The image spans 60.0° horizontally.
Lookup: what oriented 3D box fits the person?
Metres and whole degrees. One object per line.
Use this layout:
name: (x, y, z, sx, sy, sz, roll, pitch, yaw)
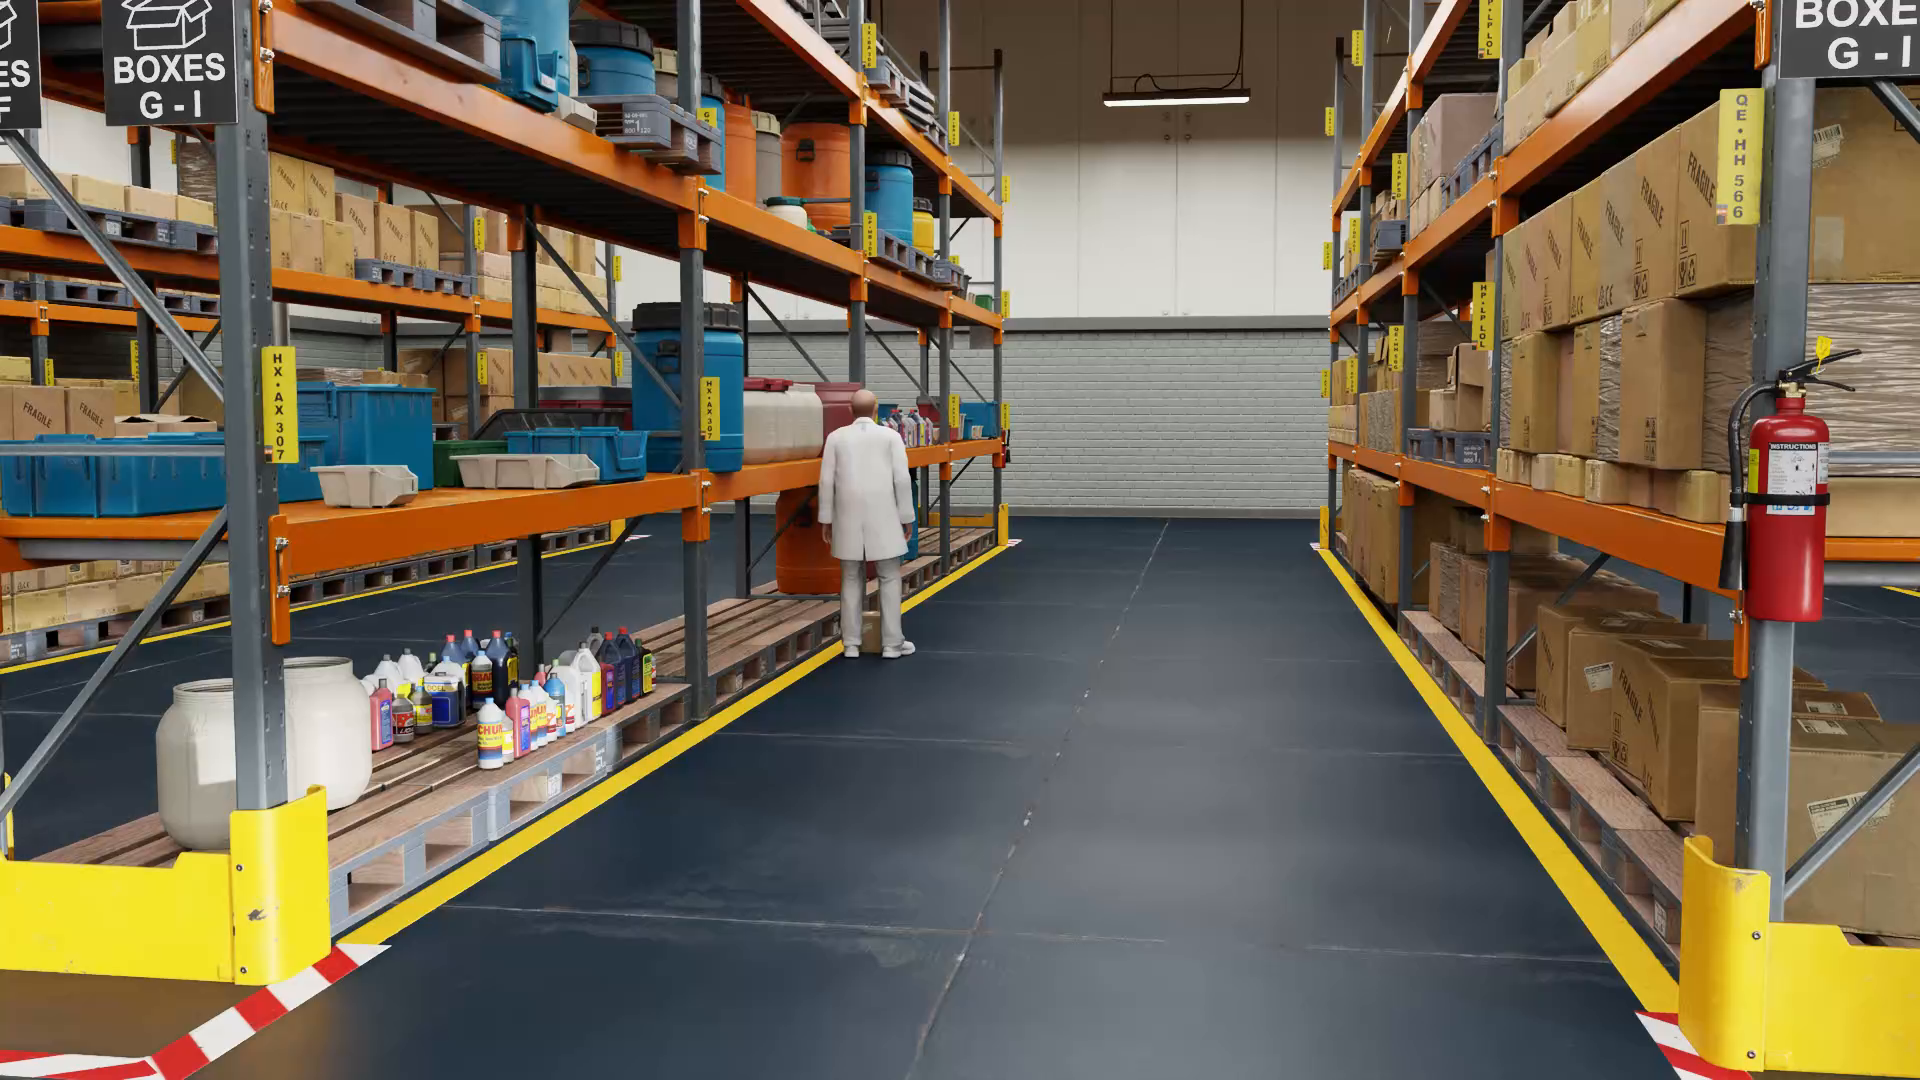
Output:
person: (-0.624, -0.112, 11.059, 0.654, 1.774, 0.421, 0, 4, 6)
